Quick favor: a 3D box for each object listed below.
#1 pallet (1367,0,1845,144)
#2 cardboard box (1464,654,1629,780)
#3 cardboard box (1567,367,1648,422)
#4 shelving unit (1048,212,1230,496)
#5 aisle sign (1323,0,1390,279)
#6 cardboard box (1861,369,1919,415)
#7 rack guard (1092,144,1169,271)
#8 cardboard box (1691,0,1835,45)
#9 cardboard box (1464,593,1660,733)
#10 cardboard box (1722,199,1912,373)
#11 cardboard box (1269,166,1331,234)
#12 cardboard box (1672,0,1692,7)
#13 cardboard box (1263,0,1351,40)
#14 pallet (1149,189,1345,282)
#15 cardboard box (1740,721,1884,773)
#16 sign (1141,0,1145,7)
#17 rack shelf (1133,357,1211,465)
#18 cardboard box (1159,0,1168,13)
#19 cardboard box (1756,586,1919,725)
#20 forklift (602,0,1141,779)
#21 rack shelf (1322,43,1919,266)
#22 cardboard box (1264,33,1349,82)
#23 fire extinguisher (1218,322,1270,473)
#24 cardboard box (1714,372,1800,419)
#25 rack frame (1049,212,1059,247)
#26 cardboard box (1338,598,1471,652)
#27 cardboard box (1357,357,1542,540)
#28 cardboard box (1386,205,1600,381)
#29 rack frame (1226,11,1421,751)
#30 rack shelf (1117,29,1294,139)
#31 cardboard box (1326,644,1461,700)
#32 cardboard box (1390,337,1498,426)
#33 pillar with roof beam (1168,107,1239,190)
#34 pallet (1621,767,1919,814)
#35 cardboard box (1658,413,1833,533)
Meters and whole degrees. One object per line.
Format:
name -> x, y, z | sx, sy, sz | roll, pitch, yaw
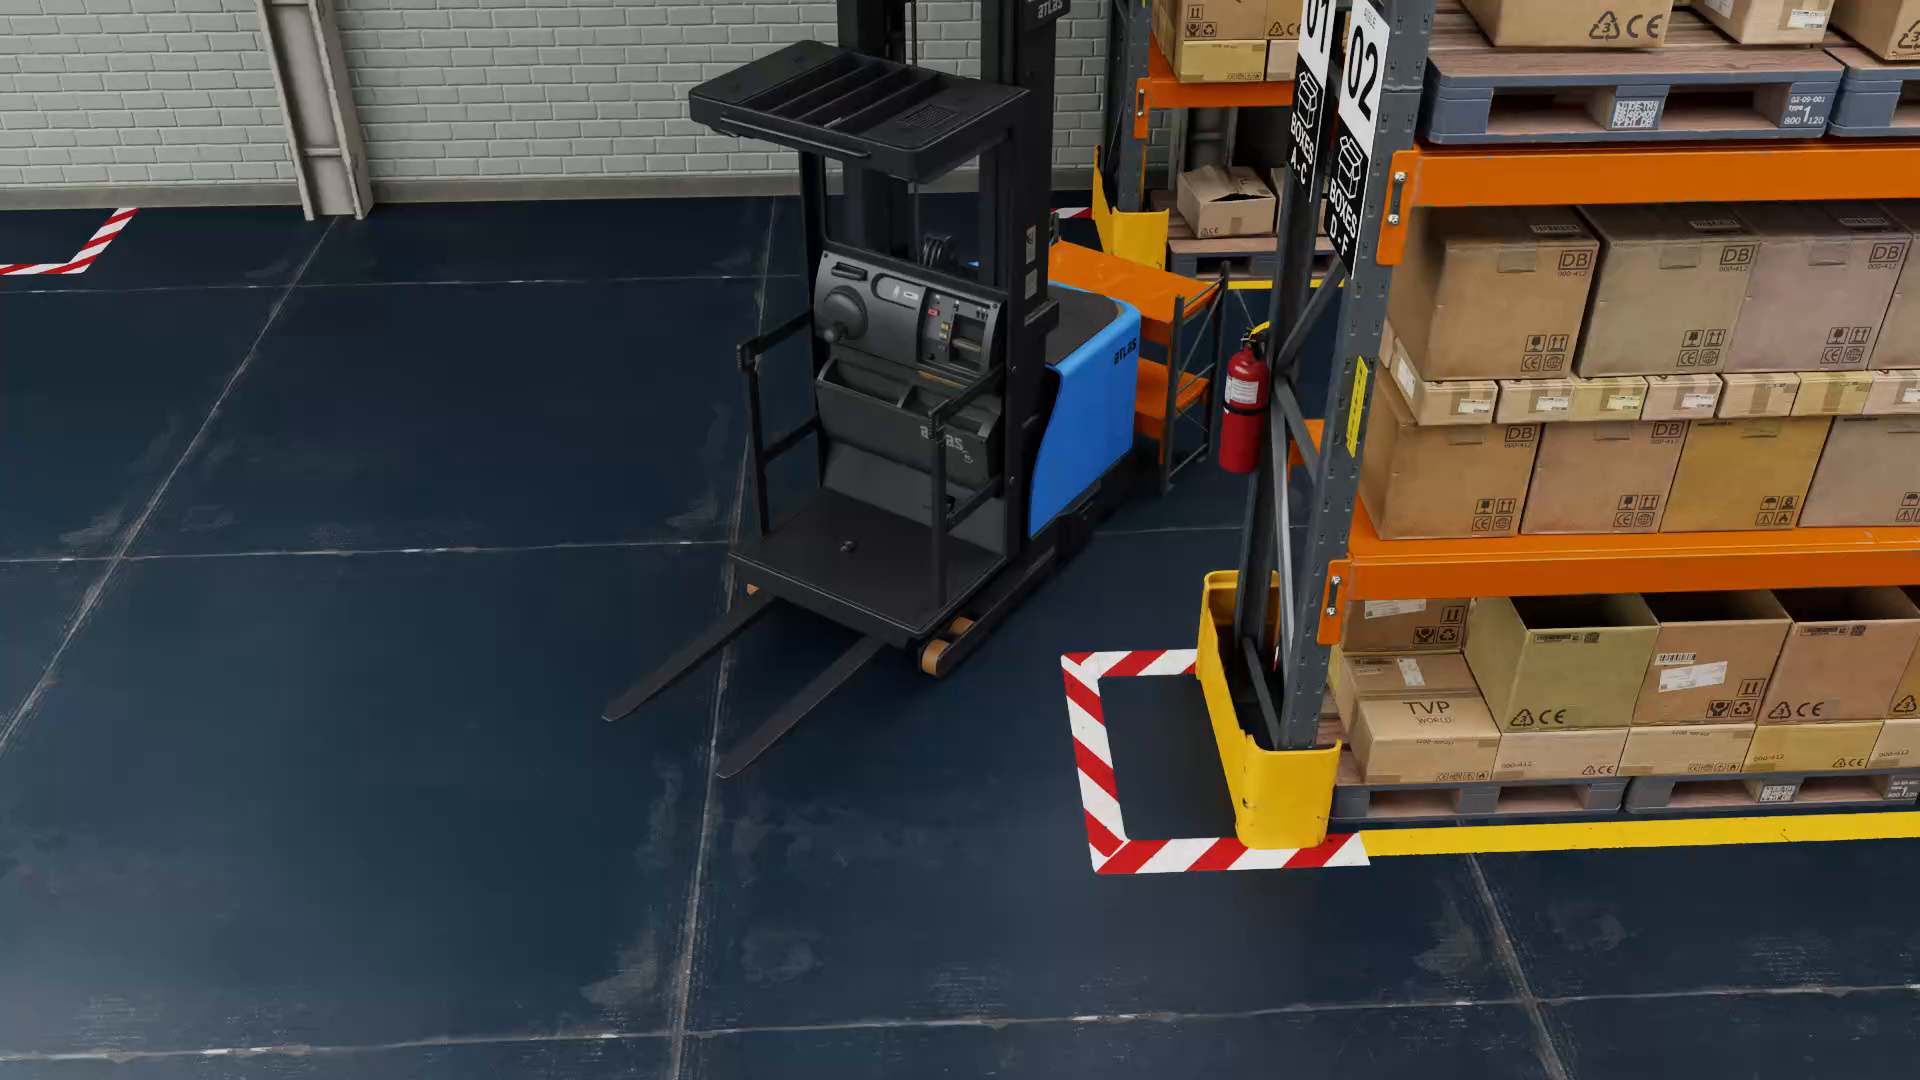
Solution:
pallet -> 1.976, -1.560, 5.311 | 1.213, 0.211, 1.003 | -2, 35, -2
cardboard box -> 2.314, 0.695, 6.657 | 0.500, 0.250, 0.500 | -2, 35, -2
cardboard box -> 2.183, -0.570, 5.779 | 0.250, 0.149, 0.380 | -1, 35, -2
shelving unit -> 0.776, -0.981, 8.678 | 1.048, 1.125, 0.538 | 22, 40, 29
aisle sign -> 1.217, -1.252, 5.139 | 0.004, 0.787, 0.394 | -2, 35, -2
cardboard box -> 3.206, -0.596, 5.817 | 0.250, 0.149, 0.380 | -1, 35, -2
rack guard -> 1.106, -2.149, 10.916 | 0.348, 0.500, 1.175 | -2, 35, -2
cardboard box -> 2.452, -1.651, 5.092 | 0.250, 0.149, 0.380 | -2, 35, -2
cardboard box -> 2.314, 0.388, 6.442 | 0.500, 0.500, 0.500 | -2, 35, -2
cardboard box -> 2.817, -0.972, 5.790 | 0.500, 0.500, 0.700 | -1, 35, -2
cardboard box -> 2.295, -2.233, 10.817 | 0.500, 0.311, 0.500 | 1, 35, 2
cardboard box -> 2.406, -1.942, 5.424 | 0.500, 0.250, 0.500 | -2, 35, -2
cardboard box -> 2.015, -3.279, 9.808 | 0.500, 0.500, 0.500 | -1, 35, -2
pallet -> 1.919, -2.032, 11.001 | 1.213, 0.211, 1.003 | -2, 35, -2
cardboard box -> 3.313, 0.671, 6.691 | 0.500, 0.250, 0.500 | -2, 35, -2
sign -> 1.056, -3.222, 9.510 | 0.005, 0.325, 0.100 | -2, 35, -2
rack shelf -> 0.775, -0.779, 8.817 | 1.000, 0.278, 0.538 | 22, 40, 29
cardboard box -> 1.491, -3.563, 10.218 | 0.500, 0.500, 0.500 | -2, 35, -3
cardboard box -> 3.313, 0.364, 6.477 | 0.500, 0.500, 0.500 | -2, 35, -2
forklift -> -0.351, -0.908, 6.987 | 1.130, 2.935, 3.031 | 21, 40, 27
rack shelf -> 3.266, -1.351, 5.562 | 4.000, 0.370, 1.077 | -2, 35, -2
cardboard box -> 2.051, -2.976, 10.029 | 0.500, 0.250, 0.500 | -3, 35, -4
fire extinguisher -> 1.128, -0.588, 6.532 | 0.183, 0.674, 0.296 | -2, 35, -2
cardboard box -> 2.702, -0.584, 5.800 | 0.250, 0.149, 0.380 | -3, 35, -4
rack frame -> 0.364, -1.151, 8.923 | 0.032, 1.125, 0.500 | 22, 40, 29
cardboard box -> 1.790, 0.107, 6.848 | 0.500, 0.500, 0.500 | -2, 35, -2
cardboard box -> 1.735, -0.405, 6.112 | 0.500, 0.500, 0.700 | -2, 35, -2
cardboard box -> 1.788, -0.940, 5.745 | 0.500, 0.500, 0.700 | -1, 35, -2
rack frame -> 1.268, -0.359, 6.133 | 0.127, 3.000, 1.000 | -2, 35, -2
rack shelf -> 3.028, -2.933, 10.484 | 4.000, 0.370, 1.077 | -2, 35, -2
cardboard box -> 1.790, 0.417, 7.059 | 0.500, 0.250, 0.500 | -2, 35, -2
cardboard box -> 1.671, -0.555, 5.758 | 0.250, 0.149, 0.380 | -2, 35, -3
pillar with roof beam -> 1.892, -3.705, 5.696 | 0.400, 9.000, 9.100 | -2, 35, -2
pallet -> 3.246, 0.712, 7.036 | 1.213, 0.211, 1.003 | -2, 35, -2
cardboard box -> 2.756, -0.432, 6.151 | 0.500, 0.500, 0.700 | -1, 35, -2
